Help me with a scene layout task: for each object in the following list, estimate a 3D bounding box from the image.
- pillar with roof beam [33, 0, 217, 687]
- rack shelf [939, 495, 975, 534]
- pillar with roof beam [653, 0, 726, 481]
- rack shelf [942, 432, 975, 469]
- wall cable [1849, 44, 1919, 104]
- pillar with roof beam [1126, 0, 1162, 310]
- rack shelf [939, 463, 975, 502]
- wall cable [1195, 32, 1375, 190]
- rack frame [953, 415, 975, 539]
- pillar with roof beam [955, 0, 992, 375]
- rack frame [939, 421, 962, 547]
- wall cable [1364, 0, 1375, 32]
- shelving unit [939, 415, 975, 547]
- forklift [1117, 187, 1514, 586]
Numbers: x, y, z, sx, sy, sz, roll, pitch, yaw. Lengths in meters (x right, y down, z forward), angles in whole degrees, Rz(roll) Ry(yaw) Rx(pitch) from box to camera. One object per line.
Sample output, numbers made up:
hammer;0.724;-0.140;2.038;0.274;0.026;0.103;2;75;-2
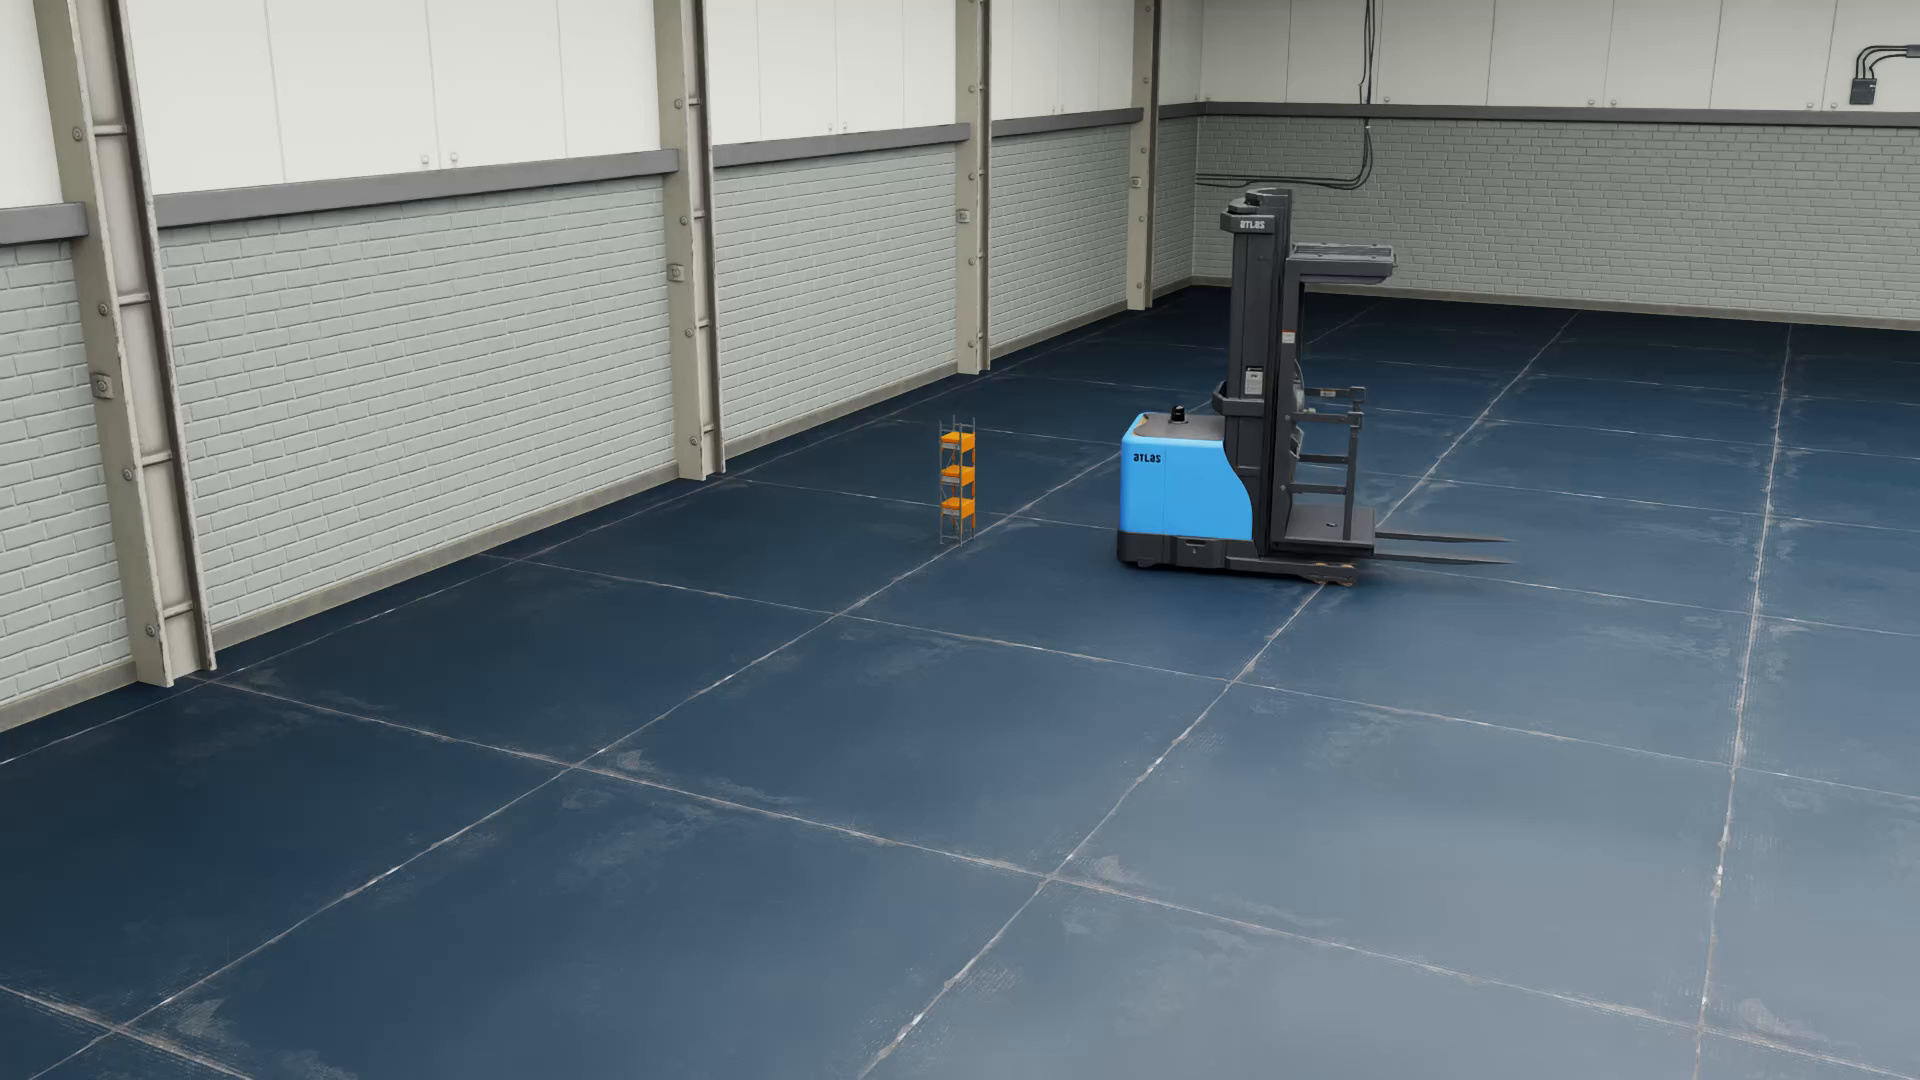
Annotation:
pillar with roof beam;-1.347;-2.877;7.907;9.100;9.000;0.400;8;18;25
rack shelf;-0.024;-0.213;13.911;0.215;0.259;0.240;8;18;25
pillar with roof beam;1.334;-4.406;13.052;9.100;9.000;0.400;8;18;25
rack shelf;-0.024;-0.752;13.751;0.215;0.259;0.240;8;18;25
wall cable;13.830;-9.010;22.583;2.305;6.003;0.169;8;18;25
pillar with roof beam;6.696;-7.462;23.343;9.100;9.000;0.400;8;18;25
rack shelf;-0.024;-0.479;13.832;0.215;0.259;0.240;8;18;25
wall cable;5.344;-7.104;27.590;3.097;2.526;0.112;8;18;25
rack frame;0.031;-0.521;13.934;0.200;1.050;0.008;8;18;25
pillar with roof beam;4.015;-5.934;18.198;9.100;9.000;0.400;8;18;25
rack frame;-0.078;-0.459;13.724;0.200;1.050;0.008;8;18;25
wall cable;7.765;-9.180;25.712;3.097;2.526;0.112;8;18;25
shelving unit;-0.024;-0.490;13.829;0.215;1.050;0.252;8;18;25
forklift;2.828;-1.215;12.967;3.031;2.935;1.130;4;17;13
